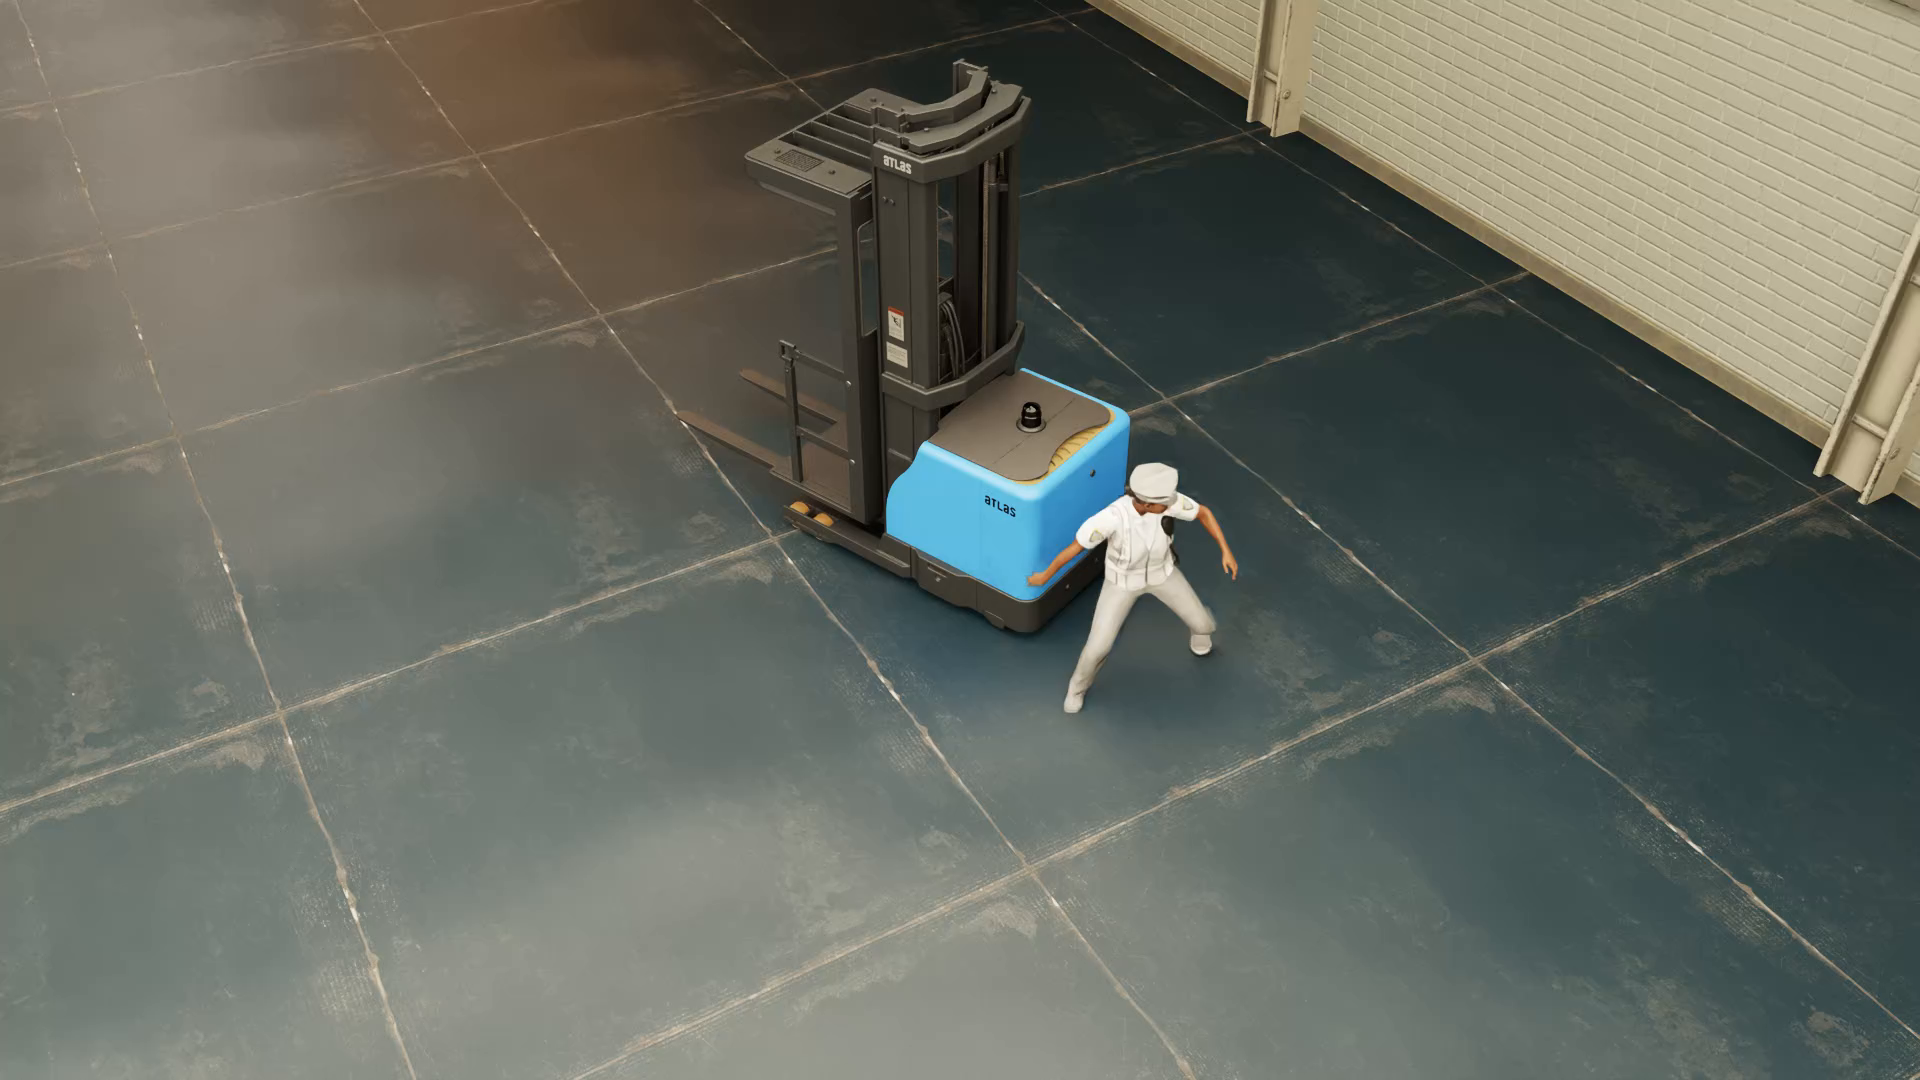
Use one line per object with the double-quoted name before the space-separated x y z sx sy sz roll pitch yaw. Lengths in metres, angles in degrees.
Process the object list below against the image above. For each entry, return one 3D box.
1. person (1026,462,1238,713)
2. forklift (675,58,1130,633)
"person" 0.930 0.226 8.938 1.110 1.563 0.502 -8 40 -10
"forklift" -0.481 -1.366 9.683 3.031 2.935 1.130 26 46 28
